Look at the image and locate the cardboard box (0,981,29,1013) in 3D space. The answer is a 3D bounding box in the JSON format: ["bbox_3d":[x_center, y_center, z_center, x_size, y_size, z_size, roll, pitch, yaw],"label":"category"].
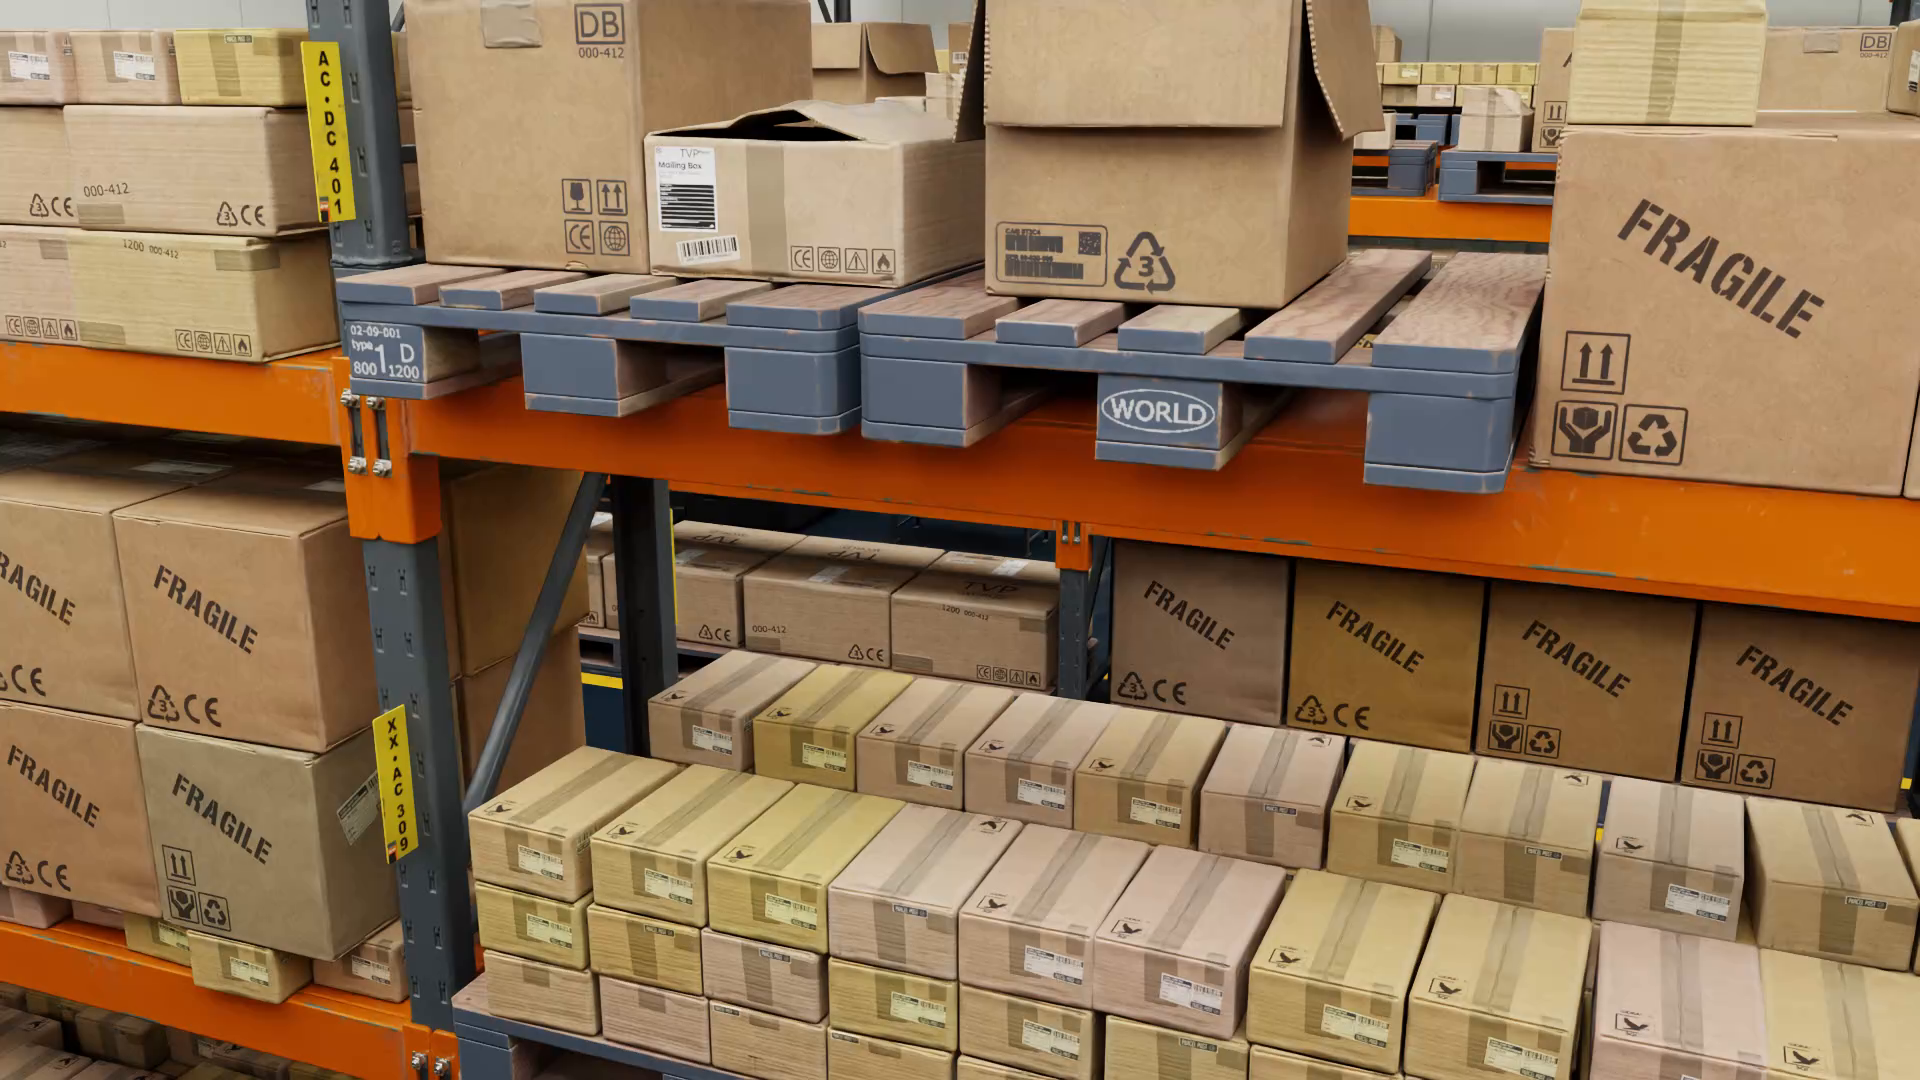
[{"bbox_3d":[-2.929,1.392,5.292,0.250,0.149,0.380,6,17,19],"label":"cardboard box"}]

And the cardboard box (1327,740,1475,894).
[{"bbox_3d":[0.922,0.570,3.462,0.250,0.149,0.380,6,17,20],"label":"cardboard box"}]

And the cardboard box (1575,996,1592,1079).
[{"bbox_3d":[1.150,0.933,2.743,0.250,0.149,0.380,6,17,20],"label":"cardboard box"}]

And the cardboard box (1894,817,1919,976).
[{"bbox_3d":[1.898,0.677,3.091,0.250,0.149,0.380,6,17,20],"label":"cardboard box"}]

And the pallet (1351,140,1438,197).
[{"bbox_3d":[1.607,-1.777,7.876,1.217,0.209,0.805,6,17,18],"label":"pallet"}]

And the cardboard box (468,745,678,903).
[{"bbox_3d":[-0.789,0.578,3.432,0.250,0.149,0.380,7,18,23],"label":"cardboard box"}]

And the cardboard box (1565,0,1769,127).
[{"bbox_3d":[1.059,-0.762,2.486,0.258,0.266,0.396,6,17,21],"label":"cardboard box"}]

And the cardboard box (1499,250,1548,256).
[{"bbox_3d":[4.134,-1.806,12.080,0.500,0.500,0.700,6,17,20],"label":"cardboard box"}]

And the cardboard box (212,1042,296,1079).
[{"bbox_3d":[-1.969,1.501,4.918,0.250,0.149,0.380,6,17,19],"label":"cardboard box"}]

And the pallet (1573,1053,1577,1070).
[{"bbox_3d":[0.878,1.095,3.367,1.213,0.211,1.003,6,17,21],"label":"pallet"}]

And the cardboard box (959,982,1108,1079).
[{"bbox_3d":[0.187,0.827,3.110,0.250,0.149,0.380,7,18,23],"label":"cardboard box"}]

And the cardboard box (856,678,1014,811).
[{"bbox_3d":[-0.051,0.463,3.828,0.250,0.149,0.380,6,17,19],"label":"cardboard box"}]

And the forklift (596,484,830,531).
[{"bbox_3d":[-2.463,-1.690,12.739,3.031,2.935,1.130,6,17,20],"label":"forklift"}]

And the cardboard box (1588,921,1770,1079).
[{"bbox_3d":[1.162,0.791,2.700,0.250,0.149,0.380,6,17,21],"label":"cardboard box"}]

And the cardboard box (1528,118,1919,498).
[{"bbox_3d":[1.177,-0.387,2.566,0.500,0.500,0.500,6,17,21],"label":"cardboard box"}]

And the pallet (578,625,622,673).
[{"bbox_3d":[-2.212,0.483,10.133,1.213,0.211,1.003,6,17,21],"label":"pallet"}]

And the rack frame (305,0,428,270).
[{"bbox_3d":[-0.986,-2.096,3.252,0.127,3.000,1.000,6,17,21],"label":"rack frame"}]

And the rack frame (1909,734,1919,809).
[{"bbox_3d":[4.457,-0.100,7.137,0.127,3.000,1.000,6,17,21],"label":"rack frame"}]

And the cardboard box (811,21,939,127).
[{"bbox_3d":[-0.530,-2.378,8.488,0.637,0.503,0.797,8,18,25],"label":"cardboard box"}]

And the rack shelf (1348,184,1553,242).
[{"bbox_3d":[2.597,-1.399,7.524,4.000,0.370,1.077,6,17,21],"label":"rack shelf"}]

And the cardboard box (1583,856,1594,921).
[{"bbox_3d":[1.160,0.738,3.416,0.250,0.149,0.380,6,17,20],"label":"cardboard box"}]

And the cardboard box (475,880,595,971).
[{"bbox_3d":[-0.789,0.721,3.474,0.250,0.149,0.380,7,17,22],"label":"cardboard box"}]

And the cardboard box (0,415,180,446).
[{"bbox_3d":[-2.262,-0.104,4.645,0.500,0.500,0.500,7,17,22],"label":"cardboard box"}]

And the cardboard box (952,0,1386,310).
[{"bbox_3d":[0.403,-0.715,2.936,0.637,0.503,0.797,6,17,20],"label":"cardboard box"}]

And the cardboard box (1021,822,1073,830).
[{"bbox_3d":[0.188,0.630,3.786,0.250,0.149,0.380,6,17,19],"label":"cardboard box"}]

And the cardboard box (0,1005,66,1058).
[{"bbox_3d":[-2.844,1.530,4.817,0.250,0.149,0.380,6,17,21],"label":"cardboard box"}]

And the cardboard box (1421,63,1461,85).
[{"bbox_3d":[3.415,-3.300,11.763,0.250,0.149,0.380,6,17,20],"label":"cardboard box"}]

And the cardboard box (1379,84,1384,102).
[{"bbox_3d":[2.914,-3.197,11.944,0.250,0.149,0.380,6,17,21],"label":"cardboard box"}]

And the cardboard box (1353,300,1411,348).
[{"bbox_3d":[1.989,-0.821,7.648,0.500,0.500,0.500,6,17,19],"label":"cardboard box"}]

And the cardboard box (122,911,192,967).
[{"bbox_3d":[-1.844,0.896,4.156,0.250,0.149,0.380,7,18,23],"label":"cardboard box"}]

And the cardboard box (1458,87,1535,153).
[{"bbox_3d":[2.307,-1.809,7.132,0.258,0.266,0.396,8,18,25],"label":"cardboard box"}]

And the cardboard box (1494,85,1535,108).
[{"bbox_3d":[3.870,-3.100,11.611,0.250,0.149,0.380,7,17,22],"label":"cardboard box"}]

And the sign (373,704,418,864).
[{"bbox_3d":[-1.178,0.511,3.481,0.005,0.325,0.100,6,17,21],"label":"sign"}]

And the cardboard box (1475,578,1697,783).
[{"bbox_3d":[3.017,0.534,8.010,0.875,0.875,0.875,7,17,21],"label":"cardboard box"}]

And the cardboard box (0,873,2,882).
[{"bbox_3d":[-2.485,0.513,4.312,0.500,0.500,0.500,6,17,20],"label":"cardboard box"}]

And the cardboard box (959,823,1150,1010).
[{"bbox_3d":[0.180,0.684,3.067,0.250,0.149,0.380,6,17,20],"label":"cardboard box"}]

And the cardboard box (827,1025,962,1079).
[{"bbox_3d":[-0.064,0.943,3.242,0.250,0.149,0.380,6,17,21],"label":"cardboard box"}]

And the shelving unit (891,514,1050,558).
[{"bbox_3d":[0.079,-0.712,11.934,1.048,1.500,0.538,6,17,21],"label":"shelving unit"}]

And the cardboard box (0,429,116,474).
[{"bbox_3d":[-2.477,0.029,4.188,0.500,0.500,0.500,7,18,22],"label":"cardboard box"}]

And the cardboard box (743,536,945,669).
[{"bbox_3d":[-0.642,0.336,9.477,0.875,0.438,0.875,6,17,19],"label":"cardboard box"}]

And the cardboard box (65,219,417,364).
[{"bbox_3d":[-1.542,-0.563,3.623,0.500,0.250,0.500,7,17,22],"label":"cardboard box"}]

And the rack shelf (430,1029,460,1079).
[{"bbox_3d":[0.874,1.335,3.484,4.000,0.370,1.077,6,17,21],"label":"rack shelf"}]

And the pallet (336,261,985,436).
[{"bbox_3d":[-0.451,-0.474,3.384,1.003,0.211,1.213,6,17,21],"label":"pallet"}]
